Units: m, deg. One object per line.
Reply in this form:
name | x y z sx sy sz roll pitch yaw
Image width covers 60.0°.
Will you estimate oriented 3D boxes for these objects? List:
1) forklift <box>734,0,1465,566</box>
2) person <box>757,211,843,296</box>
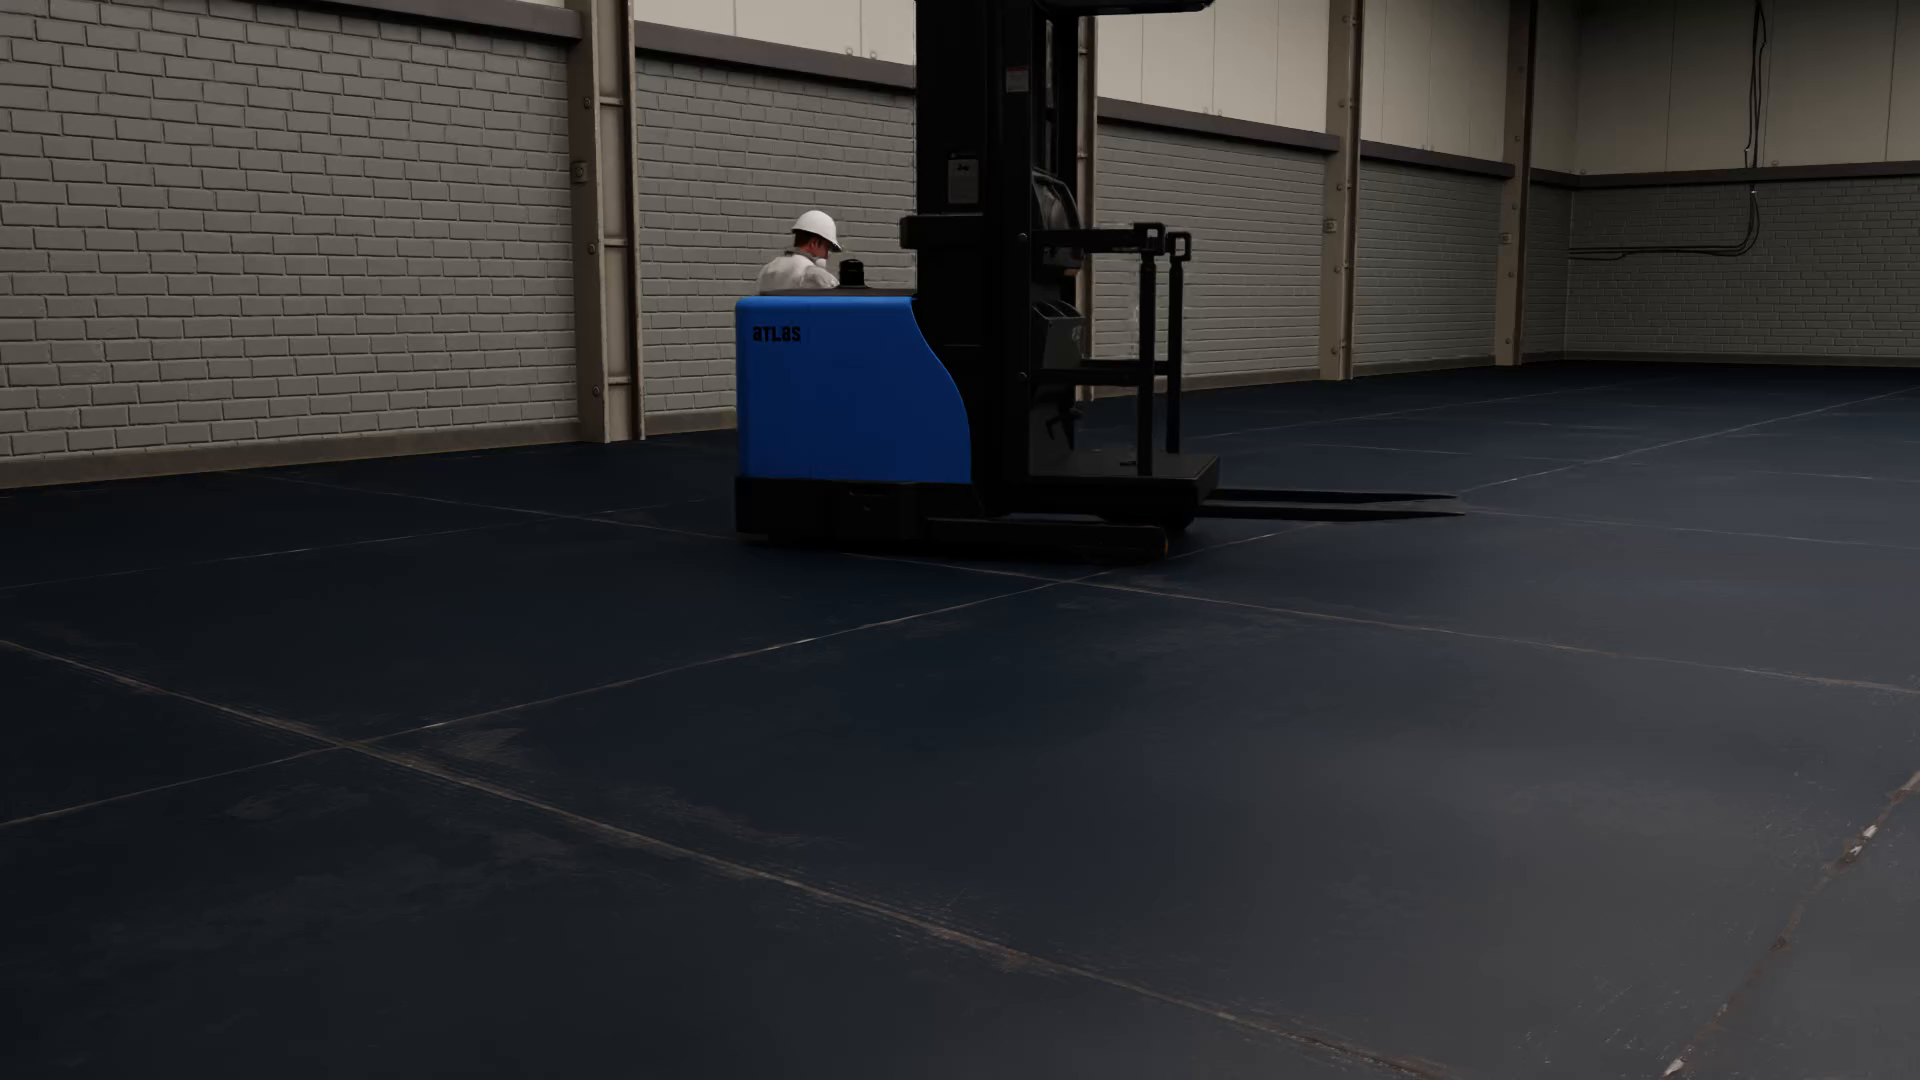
forklift | 0.603 -1.431 7.062 3.031 2.935 1.130 2 9 14
person | -0.757 -0.997 9.003 0.712 1.542 1.117 -6 10 -36
